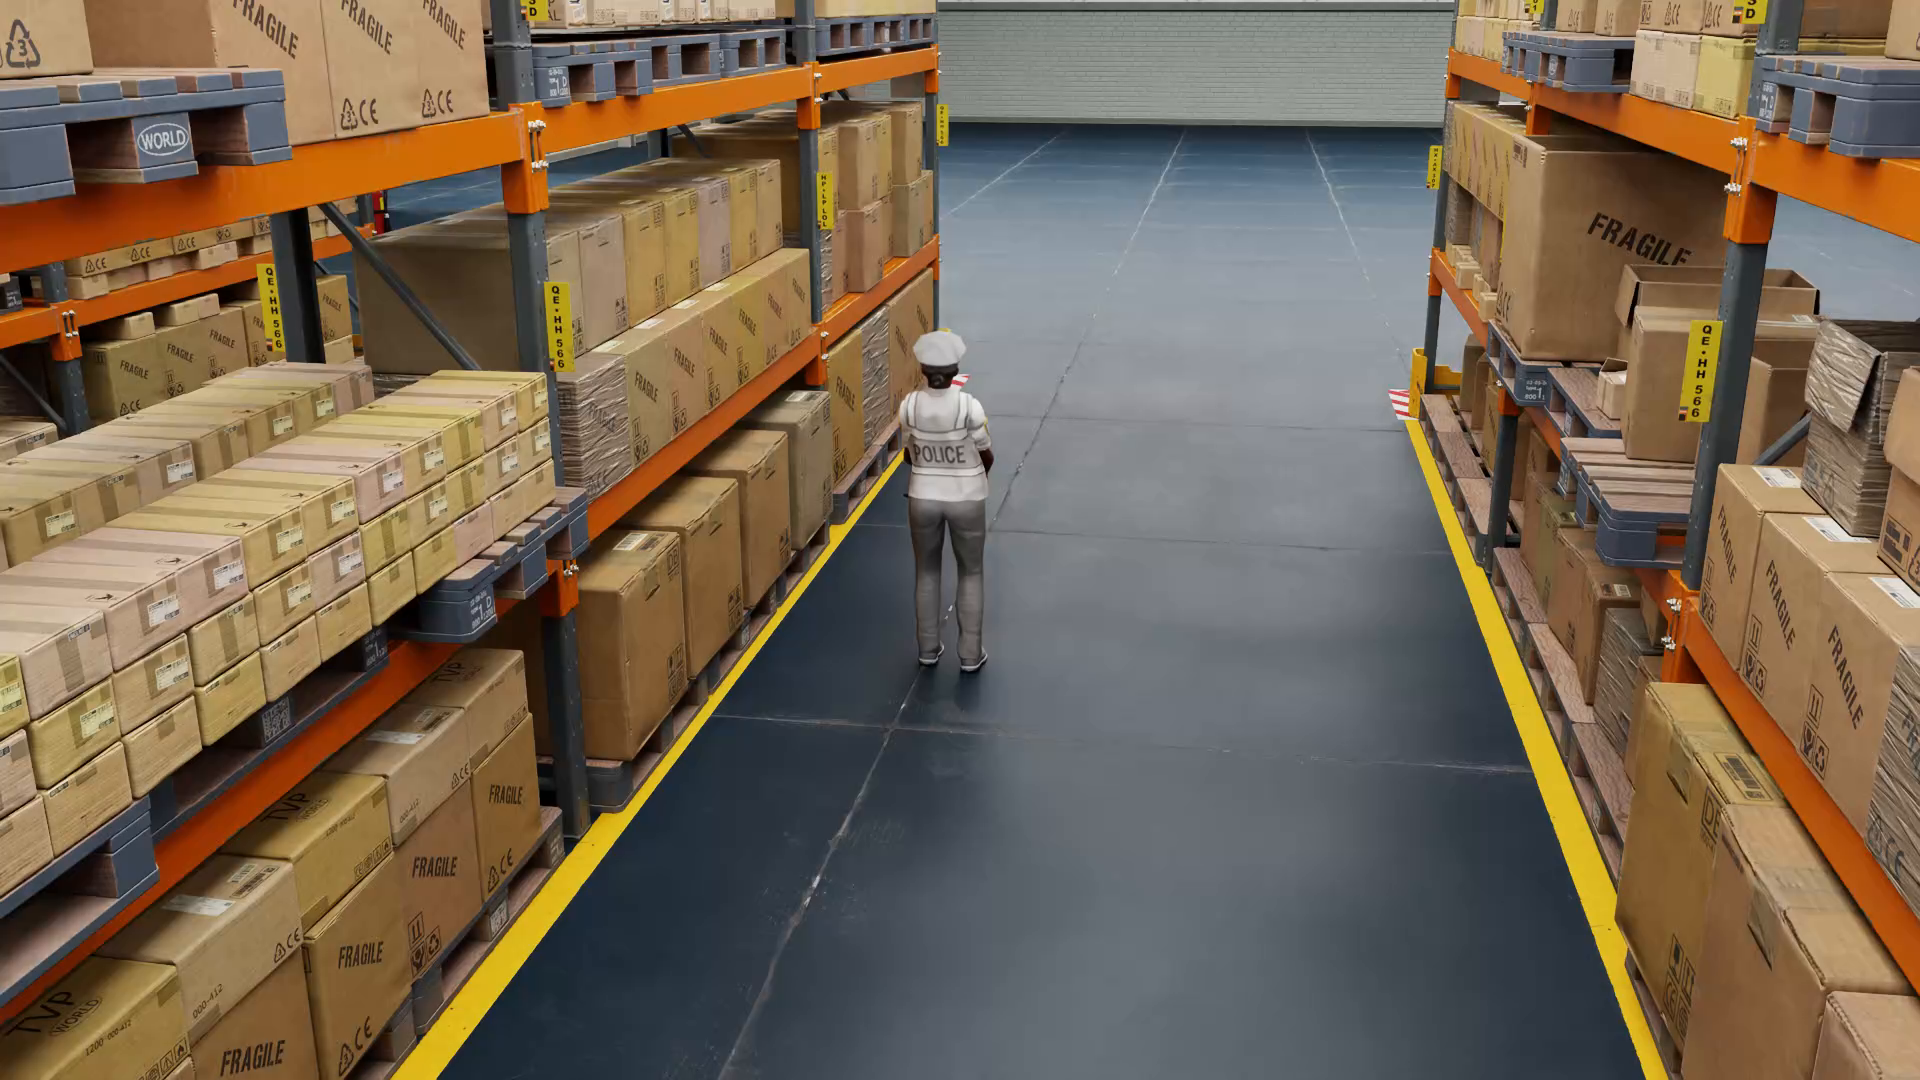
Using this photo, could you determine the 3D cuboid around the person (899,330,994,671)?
[{"bbox_3d":[-0.052,-0.201,8.135,0.451,1.687,0.531,3,18,10],"label":"person"}]
